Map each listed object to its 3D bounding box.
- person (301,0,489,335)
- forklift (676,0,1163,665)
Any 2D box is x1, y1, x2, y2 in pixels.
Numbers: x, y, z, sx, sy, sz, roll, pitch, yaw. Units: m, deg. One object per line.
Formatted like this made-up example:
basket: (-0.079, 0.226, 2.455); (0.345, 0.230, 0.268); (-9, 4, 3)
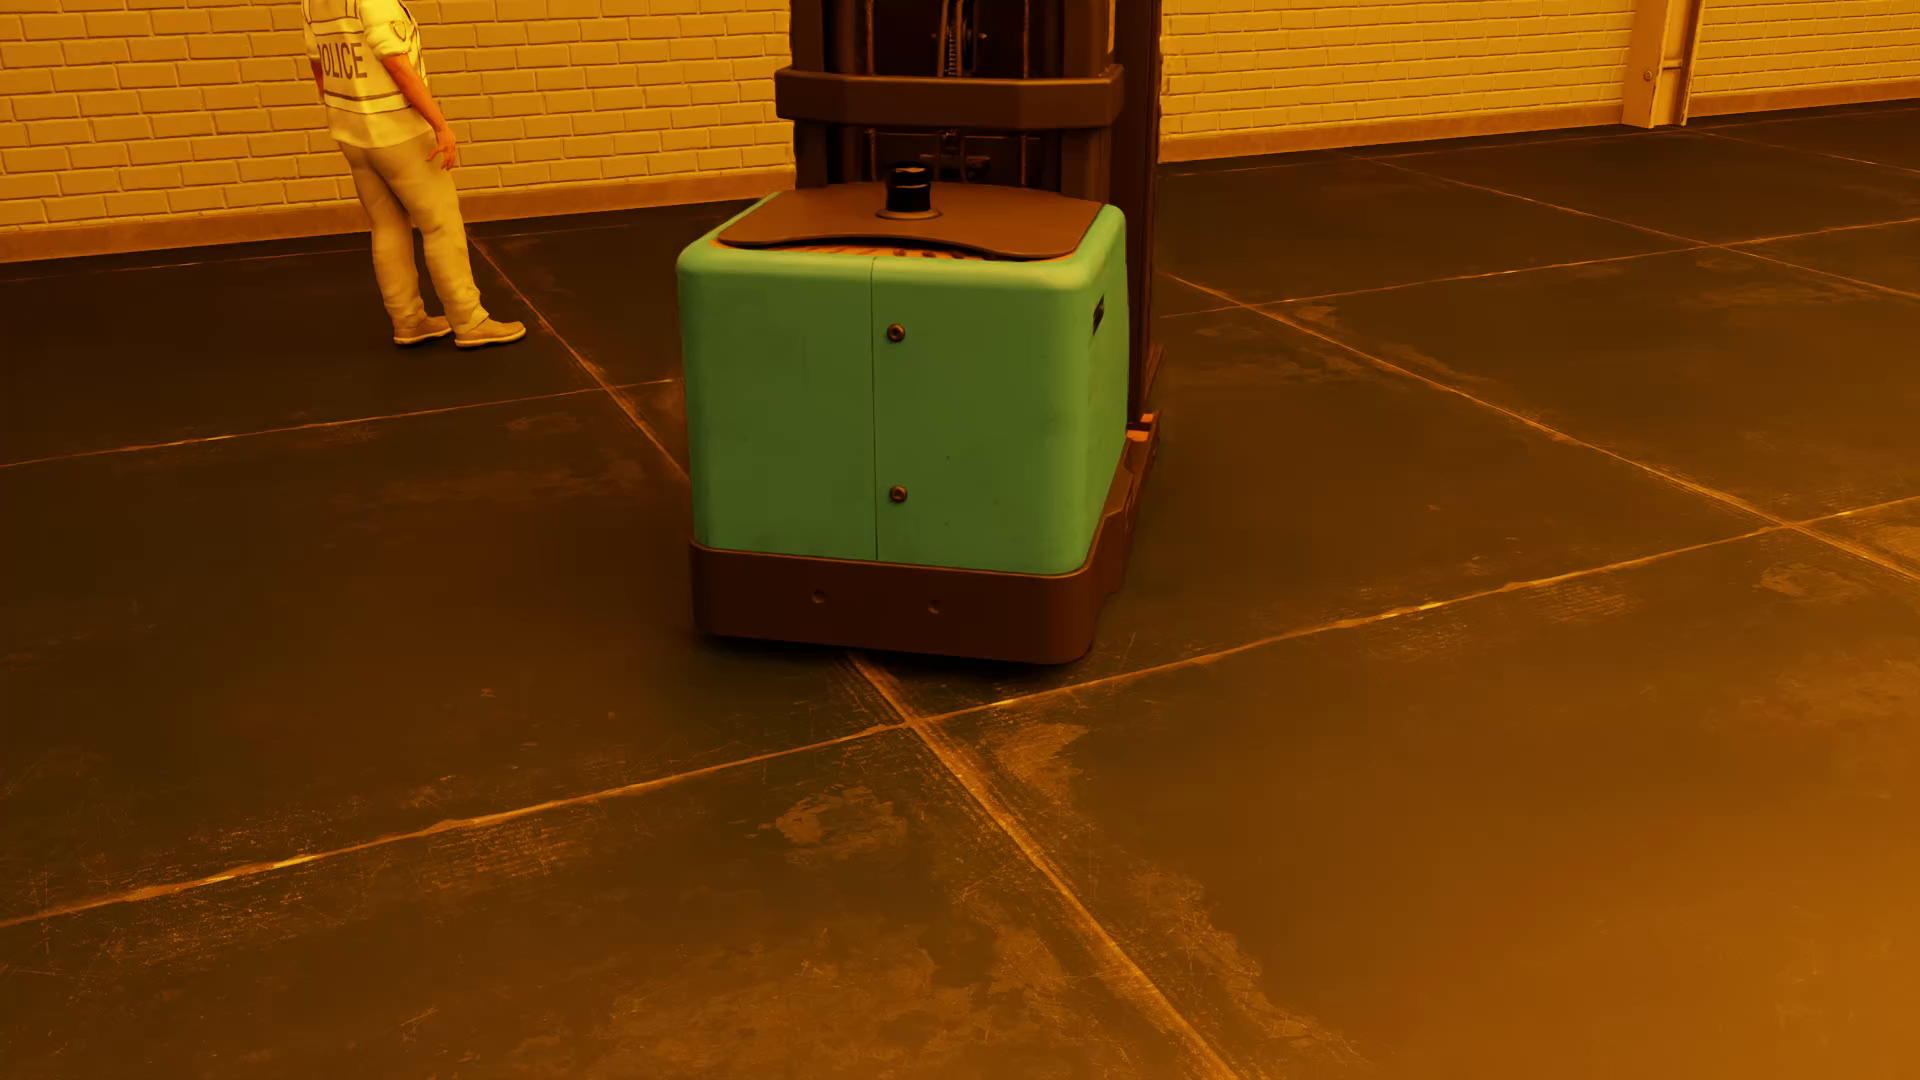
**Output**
person: (-21259.670, -17366.057, 41805.482); (85289.915, 2.666, 52229.335); (14, 26, 31)
forklift: (0.088, -1.576, 5.079); (1.130, 2.935, 3.031); (4, 23, 10)
